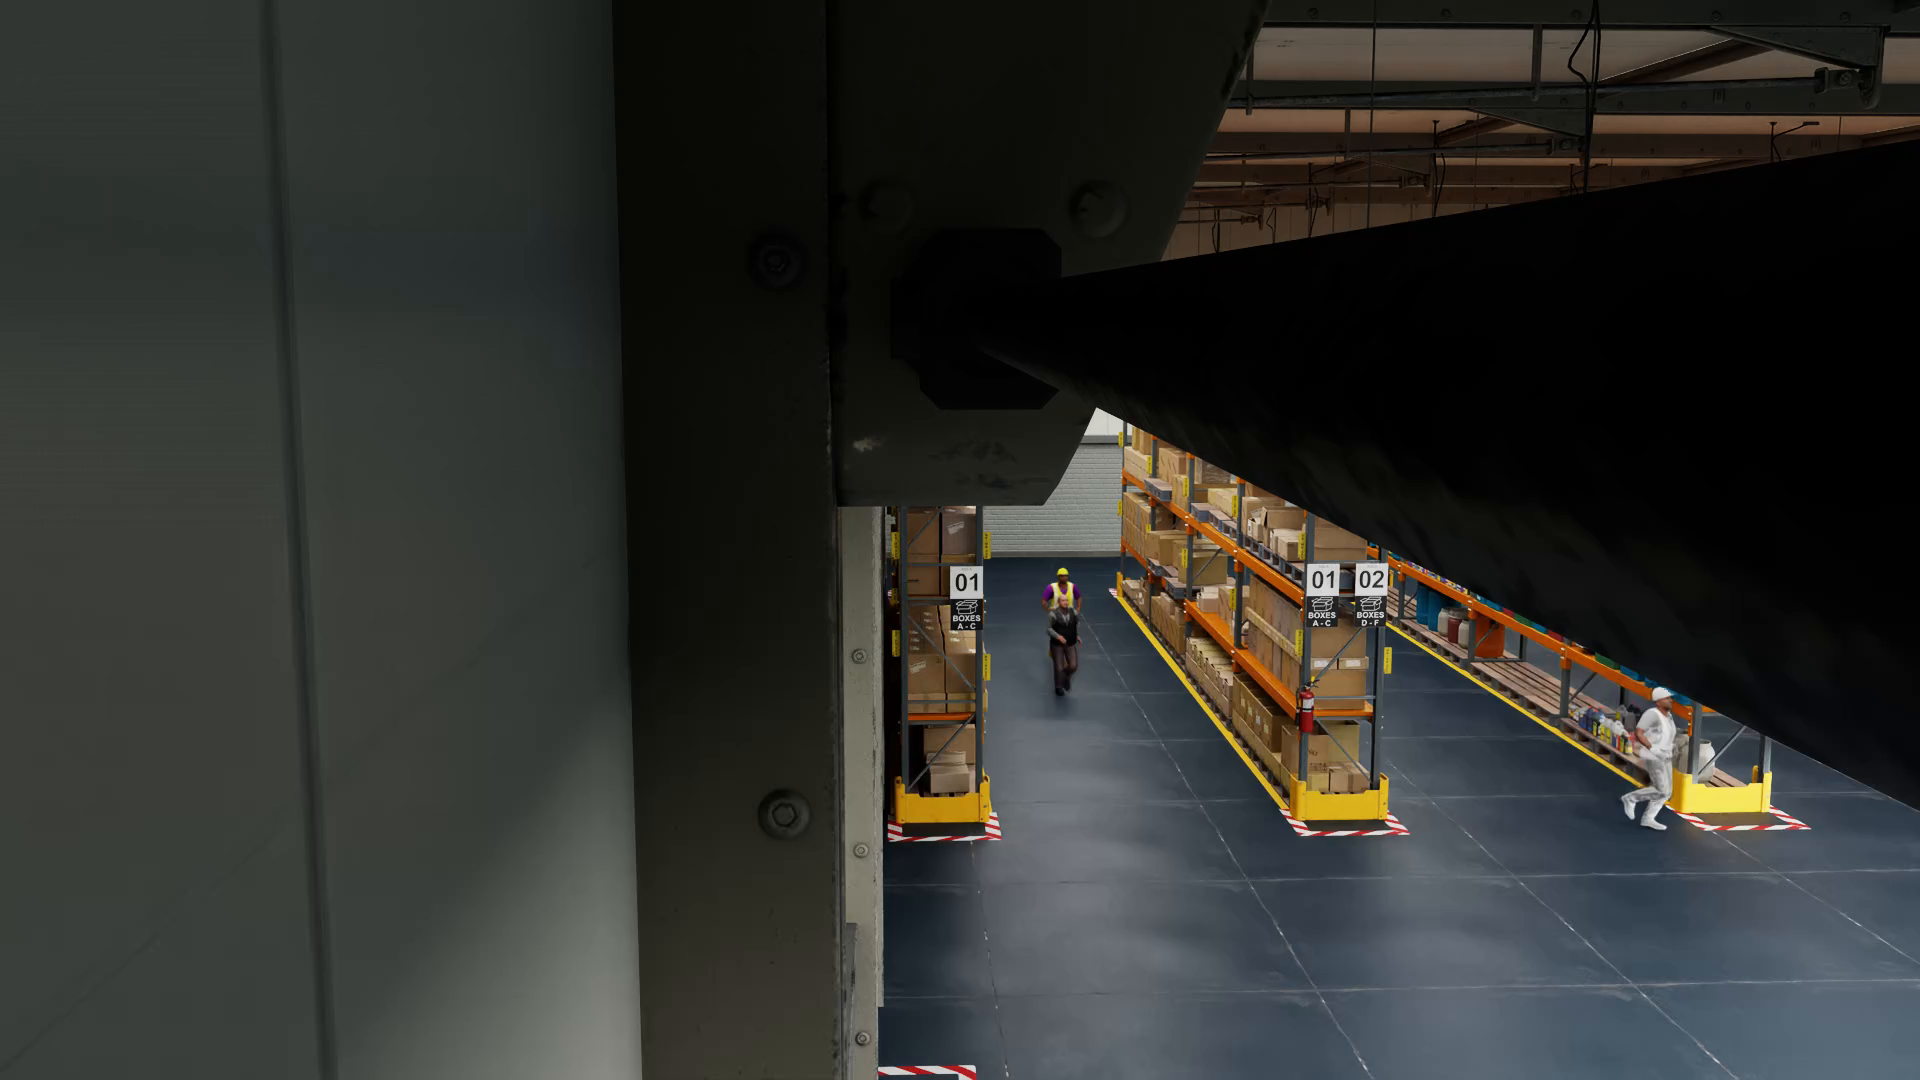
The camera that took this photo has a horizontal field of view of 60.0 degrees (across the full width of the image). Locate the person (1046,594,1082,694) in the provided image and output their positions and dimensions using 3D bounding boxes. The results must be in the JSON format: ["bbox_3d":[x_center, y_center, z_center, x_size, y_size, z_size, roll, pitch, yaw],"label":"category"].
[{"bbox_3d":[1.704,1.710,27.016,0.640,1.675,0.662,-2,8,-14],"label":"person"}]

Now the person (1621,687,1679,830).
[{"bbox_3d":[8.457,2.640,20.296,0.560,1.733,0.710,8,11,43],"label":"person"}]

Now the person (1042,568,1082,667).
[{"bbox_3d":[1.810,1.347,29.462,0.723,1.743,0.644,-1,8,-9],"label":"person"}]
